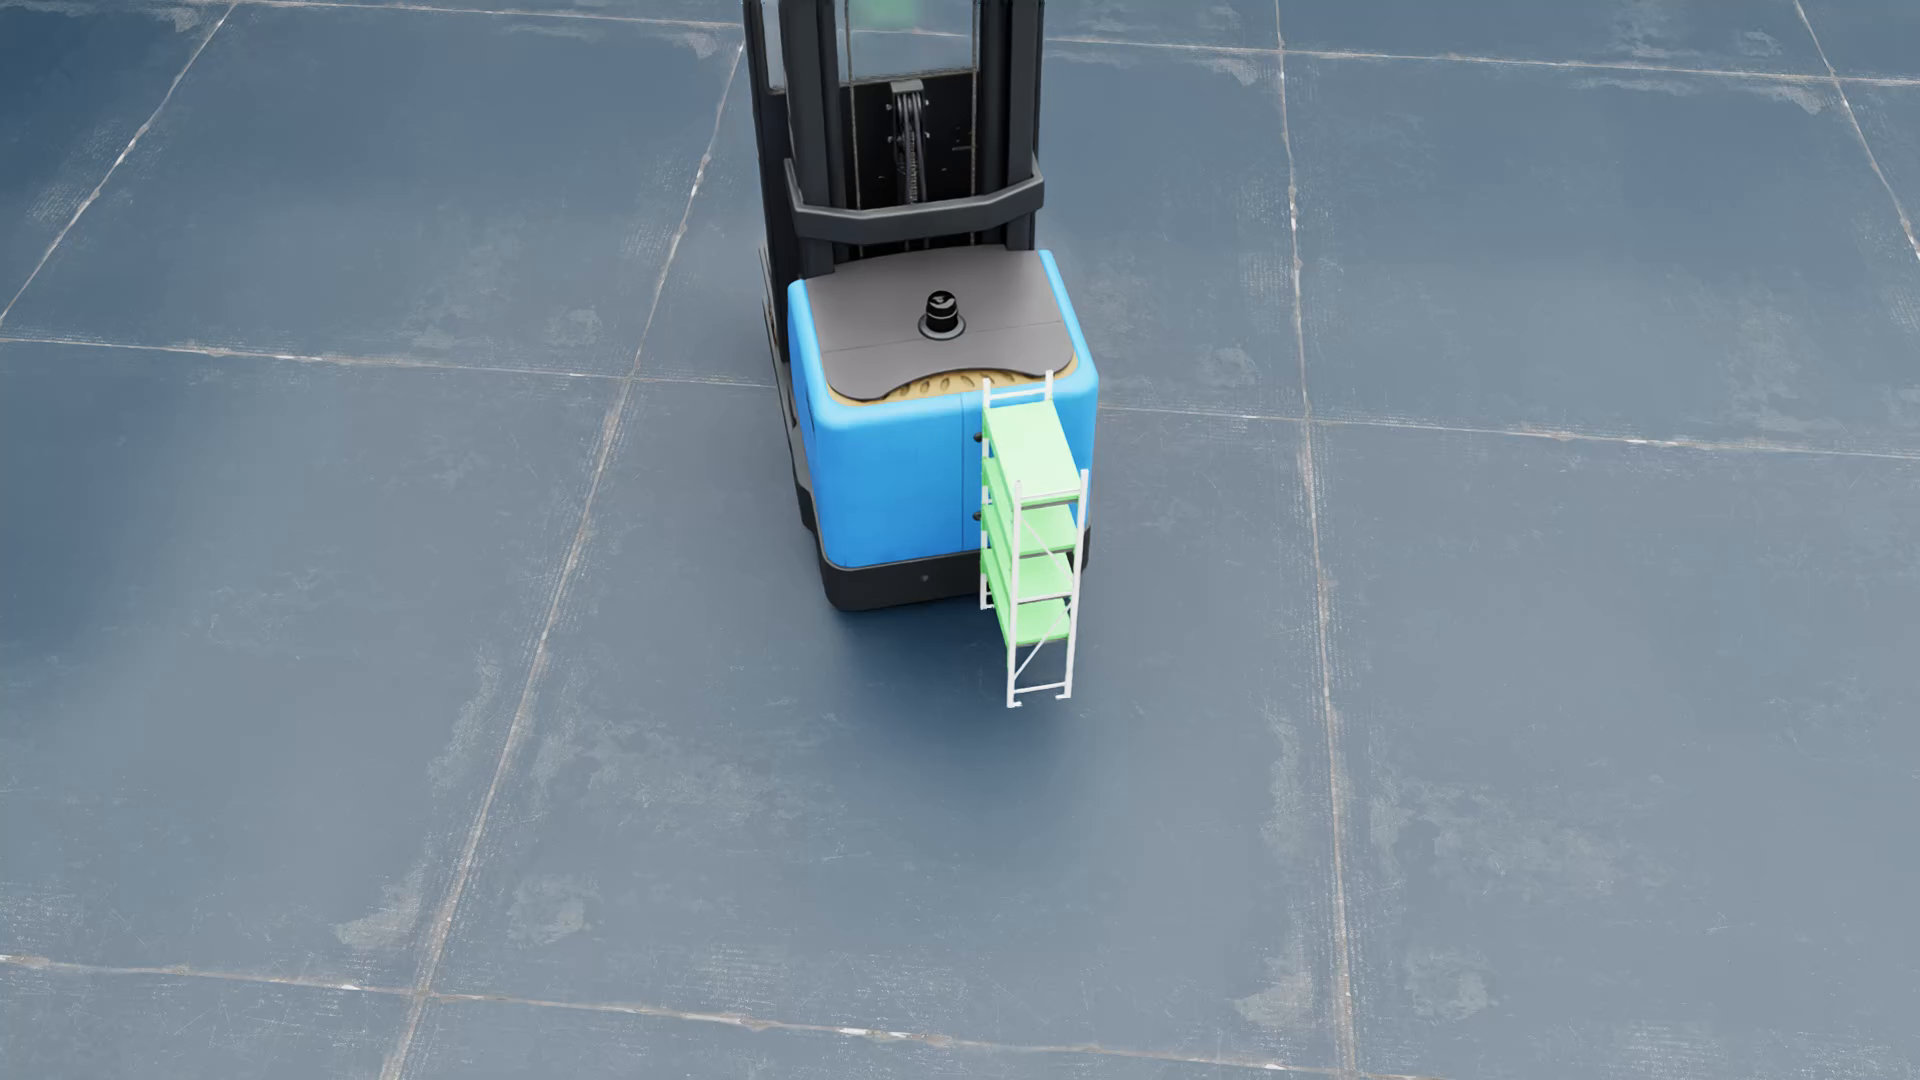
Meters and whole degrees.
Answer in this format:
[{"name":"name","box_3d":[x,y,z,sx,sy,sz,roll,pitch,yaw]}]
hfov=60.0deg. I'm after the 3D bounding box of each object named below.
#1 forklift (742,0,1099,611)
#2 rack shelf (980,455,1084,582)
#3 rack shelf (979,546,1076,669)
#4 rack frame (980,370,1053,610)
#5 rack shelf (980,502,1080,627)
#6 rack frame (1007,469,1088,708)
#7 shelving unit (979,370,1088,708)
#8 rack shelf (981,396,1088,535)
[{"name":"forklift","box_3d":[-0.285,-1.822,6.456,1.130,2.935,3.031,-8,48,-8]},{"name":"rack shelf","box_3d":[0.246,-0.096,5.812,0.258,0.148,0.480,-8,48,-8]},{"name":"rack shelf","box_3d":[0.246,0.228,6.166,0.258,0.148,0.480,-8,48,-8]},{"name":"rack frame","box_3d":[0.198,-0.154,6.104,0.240,1.200,0.015,-8,48,-8]},{"name":"rack shelf","box_3d":[0.246,0.066,5.989,0.258,0.148,0.480,-8,48,-8]},{"name":"rack frame","box_3d":[0.295,0.199,5.781,0.240,1.200,0.015,-8,48,-8]},{"name":"shelving unit","box_3d":[0.246,0.023,5.942,0.258,1.200,0.503,-8,48,-8]},{"name":"rack shelf","box_3d":[0.246,-0.258,5.635,0.258,0.148,0.480,-8,48,-8]}]
